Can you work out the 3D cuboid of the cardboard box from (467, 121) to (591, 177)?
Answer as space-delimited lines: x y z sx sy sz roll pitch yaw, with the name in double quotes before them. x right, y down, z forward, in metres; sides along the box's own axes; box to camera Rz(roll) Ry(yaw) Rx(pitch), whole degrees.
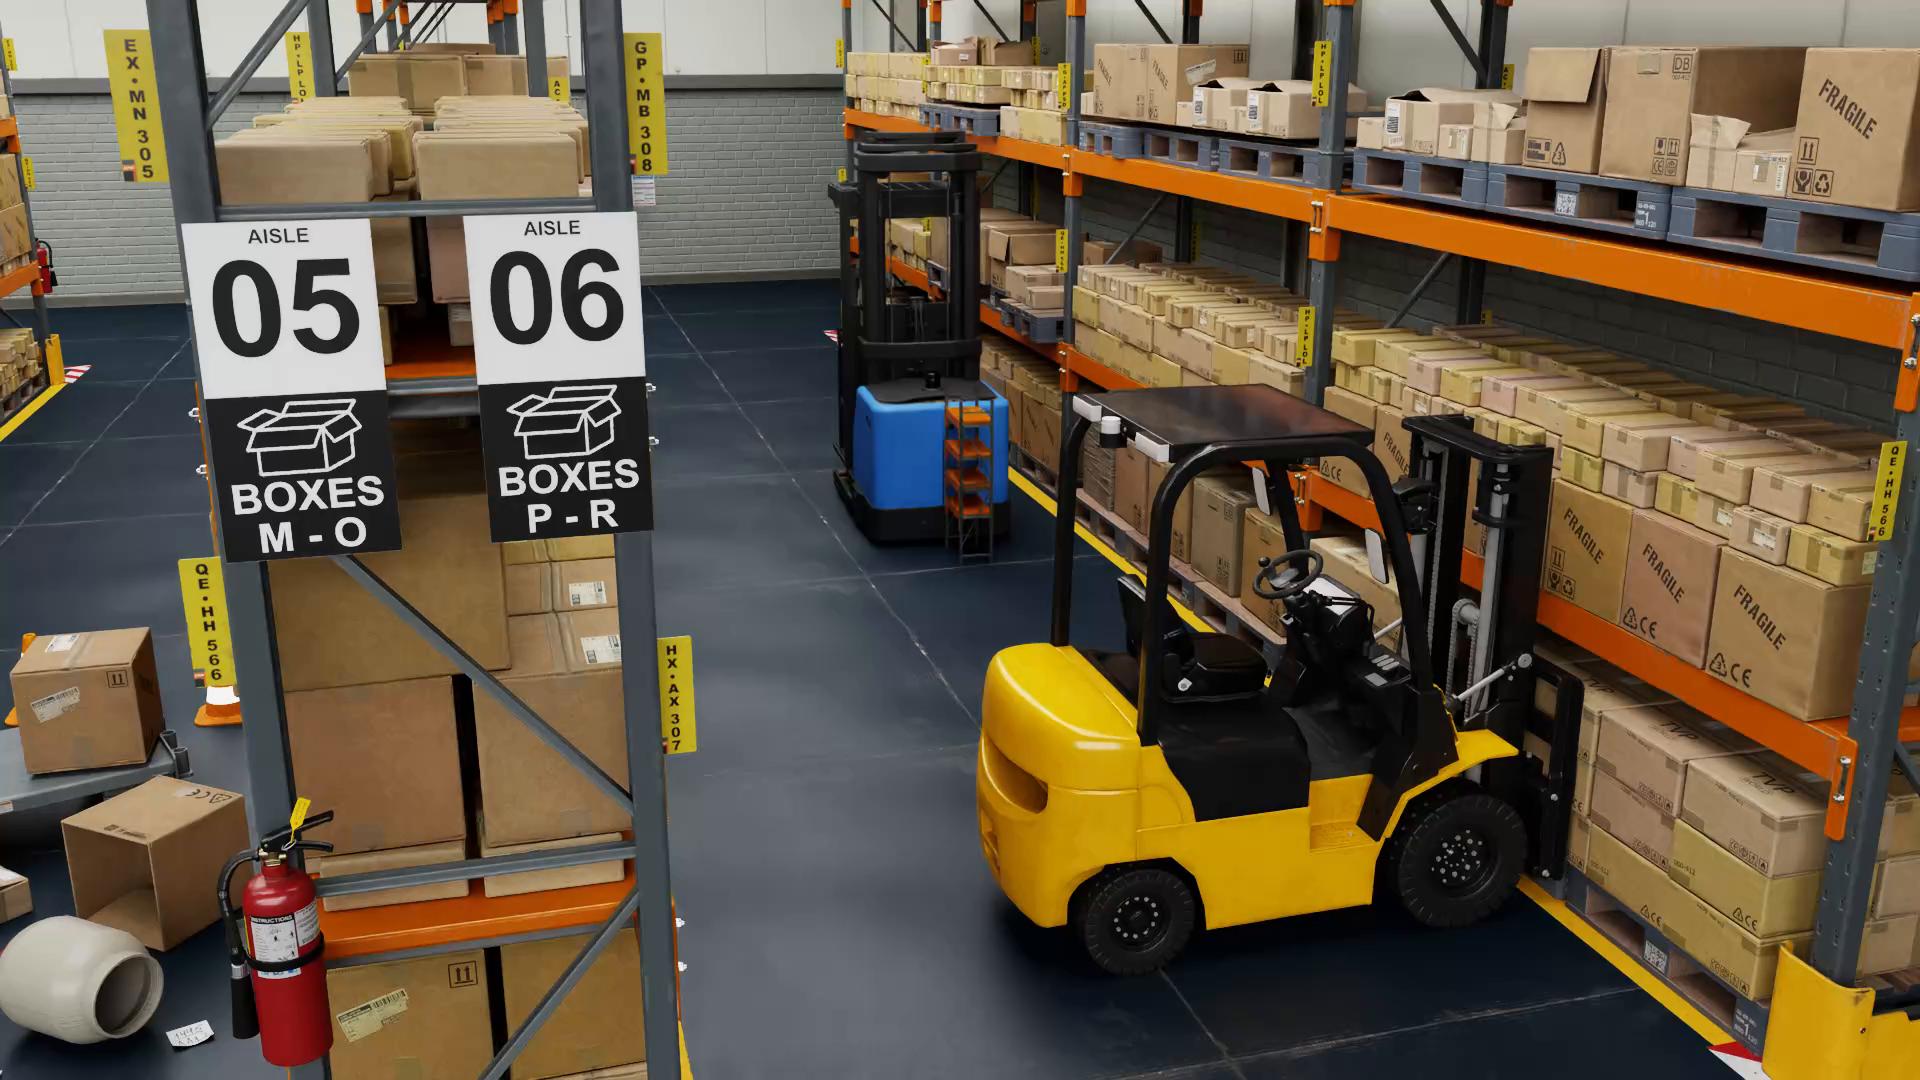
"cardboard box" -1.264 -1.163 4.947 0.380 0.149 0.250 -5 17 -15

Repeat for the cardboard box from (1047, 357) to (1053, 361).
"cardboard box" 1.018 -1.654 15.233 0.380 0.149 0.250 -5 18 -17

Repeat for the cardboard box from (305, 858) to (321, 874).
"cardboard box" -1.756 0.840 4.880 0.380 0.149 0.250 -5 17 -16

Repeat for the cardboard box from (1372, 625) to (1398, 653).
"cardboard box" 2.377 0.541 8.618 0.500 0.250 0.500 -5 17 -16

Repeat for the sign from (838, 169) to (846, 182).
"sign" -1.419 -4.324 20.127 0.100 0.325 0.005 -5 17 -15

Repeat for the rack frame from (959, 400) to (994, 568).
"rack frame" 0.115 -0.387 11.656 0.240 1.200 0.015 -4 17 -12

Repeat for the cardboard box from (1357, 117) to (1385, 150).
"cardboard box" 2.232 -2.050 8.381 0.380 0.149 0.250 -4 17 -14

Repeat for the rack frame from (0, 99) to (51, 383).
"rack frame" -10.400 -3.139 17.689 1.000 3.000 0.127 -5 17 -15

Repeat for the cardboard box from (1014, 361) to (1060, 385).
"cardboard box" 0.689 -1.465 14.604 0.380 0.149 0.250 -5 17 -16

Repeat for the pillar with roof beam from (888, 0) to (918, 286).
"pillar with roof beam" -4.911 -7.302 21.119 9.100 9.000 0.400 -5 17 -15

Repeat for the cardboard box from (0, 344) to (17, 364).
"cardboard box" -9.666 -1.851 16.593 0.380 0.149 0.250 -4 17 -13

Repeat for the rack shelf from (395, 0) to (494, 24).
"rack shelf" -5.119 -5.343 16.541 1.077 0.370 4.000 -5 17 -15

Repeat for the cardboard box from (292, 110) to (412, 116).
"cardboard box" -2.091 -1.401 5.739 0.380 0.149 0.250 -4 17 -14

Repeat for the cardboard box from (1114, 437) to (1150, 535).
"cardboard box" 1.647 -0.449 12.132 0.875 0.625 0.625 -4 17 -13

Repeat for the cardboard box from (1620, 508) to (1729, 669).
"cardboard box" 2.979 0.166 6.511 0.500 0.500 0.500 -4 17 -14

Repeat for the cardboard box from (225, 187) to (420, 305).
"cardboard box" -1.671 -0.760 4.299 0.500 0.250 0.500 -5 17 -16

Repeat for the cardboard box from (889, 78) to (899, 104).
"cardboard box" -0.454 -4.752 17.588 0.500 0.250 0.500 -4 17 -14

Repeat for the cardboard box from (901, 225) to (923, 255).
"cardboard box" -0.324 -3.175 17.553 0.500 0.250 0.500 -5 17 -15

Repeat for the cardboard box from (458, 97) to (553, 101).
"cardboard box" -1.929 -1.801 7.071 0.380 0.149 0.250 -5 17 -17

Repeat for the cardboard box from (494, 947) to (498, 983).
"cardboard box" -2.036 1.492 6.320 0.500 0.250 0.500 -5 18 -17

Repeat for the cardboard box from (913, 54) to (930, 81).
"cardboard box" -0.168 -4.713 16.588 0.500 0.250 0.500 -5 17 -15

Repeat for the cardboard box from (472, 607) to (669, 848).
"cardboard box" -1.135 0.524 4.803 0.500 0.500 0.500 -5 17 -16

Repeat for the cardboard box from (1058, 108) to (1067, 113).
"cardboard box" 0.973 -3.374 12.824 0.380 0.149 0.250 -4 17 -14

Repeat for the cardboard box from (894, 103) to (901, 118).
"cardboard box" -0.494 -4.595 17.757 0.380 0.149 0.250 -5 17 -15

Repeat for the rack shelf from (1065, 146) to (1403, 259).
"rack shelf" 1.851 -2.278 10.858 1.077 0.370 4.000 -5 17 -15

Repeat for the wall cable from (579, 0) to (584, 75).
"wall cable" -4.090 -8.269 24.274 2.988 3.039 0.133 -5 17 -15

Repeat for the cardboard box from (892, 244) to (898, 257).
"cardboard box" -0.535 -3.222 18.400 0.380 0.149 0.250 -5 17 -15

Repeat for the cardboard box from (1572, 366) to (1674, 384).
"cardboard box" 3.100 -0.713 7.792 0.380 0.149 0.250 -5 17 -16

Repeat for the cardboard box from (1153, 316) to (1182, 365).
"cardboard box" 1.616 -1.341 11.093 0.500 0.250 0.500 -4 17 -14

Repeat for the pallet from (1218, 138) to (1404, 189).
"pallet" 2.146 -2.221 9.750 0.805 0.209 1.217 -5 18 -17

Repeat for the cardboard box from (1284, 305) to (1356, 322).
"cardboard box" 2.285 -1.393 10.574 0.380 0.149 0.250 -5 17 -15

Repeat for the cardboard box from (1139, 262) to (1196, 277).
"cardboard box" 1.585 -2.024 12.674 0.380 0.149 0.250 -4 17 -13

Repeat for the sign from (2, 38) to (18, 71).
"sign" -9.861 -5.038 17.258 0.100 0.325 0.005 -5 17 -15

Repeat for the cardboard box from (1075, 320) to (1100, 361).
"cardboard box" 1.188 -1.525 12.577 0.500 0.250 0.500 -5 17 -15

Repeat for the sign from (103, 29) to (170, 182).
"sign" -1.811 -0.955 3.665 0.100 0.325 0.005 -5 17 -15

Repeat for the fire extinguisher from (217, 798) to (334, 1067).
"fire extinguisher" -1.683 0.972 4.136 0.296 0.674 0.183 -5 17 -15

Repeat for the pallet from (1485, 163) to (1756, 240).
"pallet" 2.992 -1.456 7.026 1.003 0.211 1.213 -5 17 -15

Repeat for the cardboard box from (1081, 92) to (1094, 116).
"cardboard box" 1.105 -3.192 12.154 0.380 0.166 0.250 -5 17 -15

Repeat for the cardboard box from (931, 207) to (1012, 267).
"cardboard box" 0.120 -2.943 16.132 0.700 0.500 0.500 -4 17 -14

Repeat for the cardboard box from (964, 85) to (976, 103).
"cardboard box" 0.246 -3.944 14.685 0.380 0.149 0.250 -4 17 -14

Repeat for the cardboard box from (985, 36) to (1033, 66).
"cardboard box" 0.457 -4.602 15.640 0.396 0.266 0.258 -5 17 -15

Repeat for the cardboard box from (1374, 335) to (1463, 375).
"cardboard box" 2.379 -0.958 8.610 0.380 0.149 0.250 -4 17 -14

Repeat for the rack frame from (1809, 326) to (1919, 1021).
"rack frame" 3.500 0.474 5.661 1.000 3.000 0.127 -5 17 -15

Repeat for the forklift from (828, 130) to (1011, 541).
"forklift" -0.435 -1.778 13.277 1.130 2.935 3.031 -4 17 -12

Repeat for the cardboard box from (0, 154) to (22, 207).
"cardboard box" -10.035 -3.702 17.132 0.500 0.500 0.500 -5 17 -16

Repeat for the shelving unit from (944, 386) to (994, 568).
"shelving unit" 0.064 -0.456 11.885 0.258 1.200 0.503 -4 17 -12

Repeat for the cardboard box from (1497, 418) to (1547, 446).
"cardboard box" 2.641 -0.453 7.445 0.380 0.149 0.250 -5 17 -16

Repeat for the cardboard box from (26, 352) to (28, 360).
"cardboard box" -9.961 -1.918 17.330 0.380 0.149 0.250 -5 17 -17

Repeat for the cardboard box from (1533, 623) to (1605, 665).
"cardboard box" 2.647 0.587 7.594 0.500 0.250 0.500 -5 17 -16

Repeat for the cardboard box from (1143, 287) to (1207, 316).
"cardboard box" 1.471 -1.630 11.364 0.380 0.149 0.250 -4 17 -14

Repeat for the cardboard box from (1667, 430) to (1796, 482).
"cardboard box" 3.006 -0.321 6.487 0.380 0.149 0.250 -5 17 -15

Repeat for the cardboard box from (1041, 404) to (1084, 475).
"cardboard box" 0.979 -0.843 13.660 0.500 0.500 0.500 -4 17 -14
